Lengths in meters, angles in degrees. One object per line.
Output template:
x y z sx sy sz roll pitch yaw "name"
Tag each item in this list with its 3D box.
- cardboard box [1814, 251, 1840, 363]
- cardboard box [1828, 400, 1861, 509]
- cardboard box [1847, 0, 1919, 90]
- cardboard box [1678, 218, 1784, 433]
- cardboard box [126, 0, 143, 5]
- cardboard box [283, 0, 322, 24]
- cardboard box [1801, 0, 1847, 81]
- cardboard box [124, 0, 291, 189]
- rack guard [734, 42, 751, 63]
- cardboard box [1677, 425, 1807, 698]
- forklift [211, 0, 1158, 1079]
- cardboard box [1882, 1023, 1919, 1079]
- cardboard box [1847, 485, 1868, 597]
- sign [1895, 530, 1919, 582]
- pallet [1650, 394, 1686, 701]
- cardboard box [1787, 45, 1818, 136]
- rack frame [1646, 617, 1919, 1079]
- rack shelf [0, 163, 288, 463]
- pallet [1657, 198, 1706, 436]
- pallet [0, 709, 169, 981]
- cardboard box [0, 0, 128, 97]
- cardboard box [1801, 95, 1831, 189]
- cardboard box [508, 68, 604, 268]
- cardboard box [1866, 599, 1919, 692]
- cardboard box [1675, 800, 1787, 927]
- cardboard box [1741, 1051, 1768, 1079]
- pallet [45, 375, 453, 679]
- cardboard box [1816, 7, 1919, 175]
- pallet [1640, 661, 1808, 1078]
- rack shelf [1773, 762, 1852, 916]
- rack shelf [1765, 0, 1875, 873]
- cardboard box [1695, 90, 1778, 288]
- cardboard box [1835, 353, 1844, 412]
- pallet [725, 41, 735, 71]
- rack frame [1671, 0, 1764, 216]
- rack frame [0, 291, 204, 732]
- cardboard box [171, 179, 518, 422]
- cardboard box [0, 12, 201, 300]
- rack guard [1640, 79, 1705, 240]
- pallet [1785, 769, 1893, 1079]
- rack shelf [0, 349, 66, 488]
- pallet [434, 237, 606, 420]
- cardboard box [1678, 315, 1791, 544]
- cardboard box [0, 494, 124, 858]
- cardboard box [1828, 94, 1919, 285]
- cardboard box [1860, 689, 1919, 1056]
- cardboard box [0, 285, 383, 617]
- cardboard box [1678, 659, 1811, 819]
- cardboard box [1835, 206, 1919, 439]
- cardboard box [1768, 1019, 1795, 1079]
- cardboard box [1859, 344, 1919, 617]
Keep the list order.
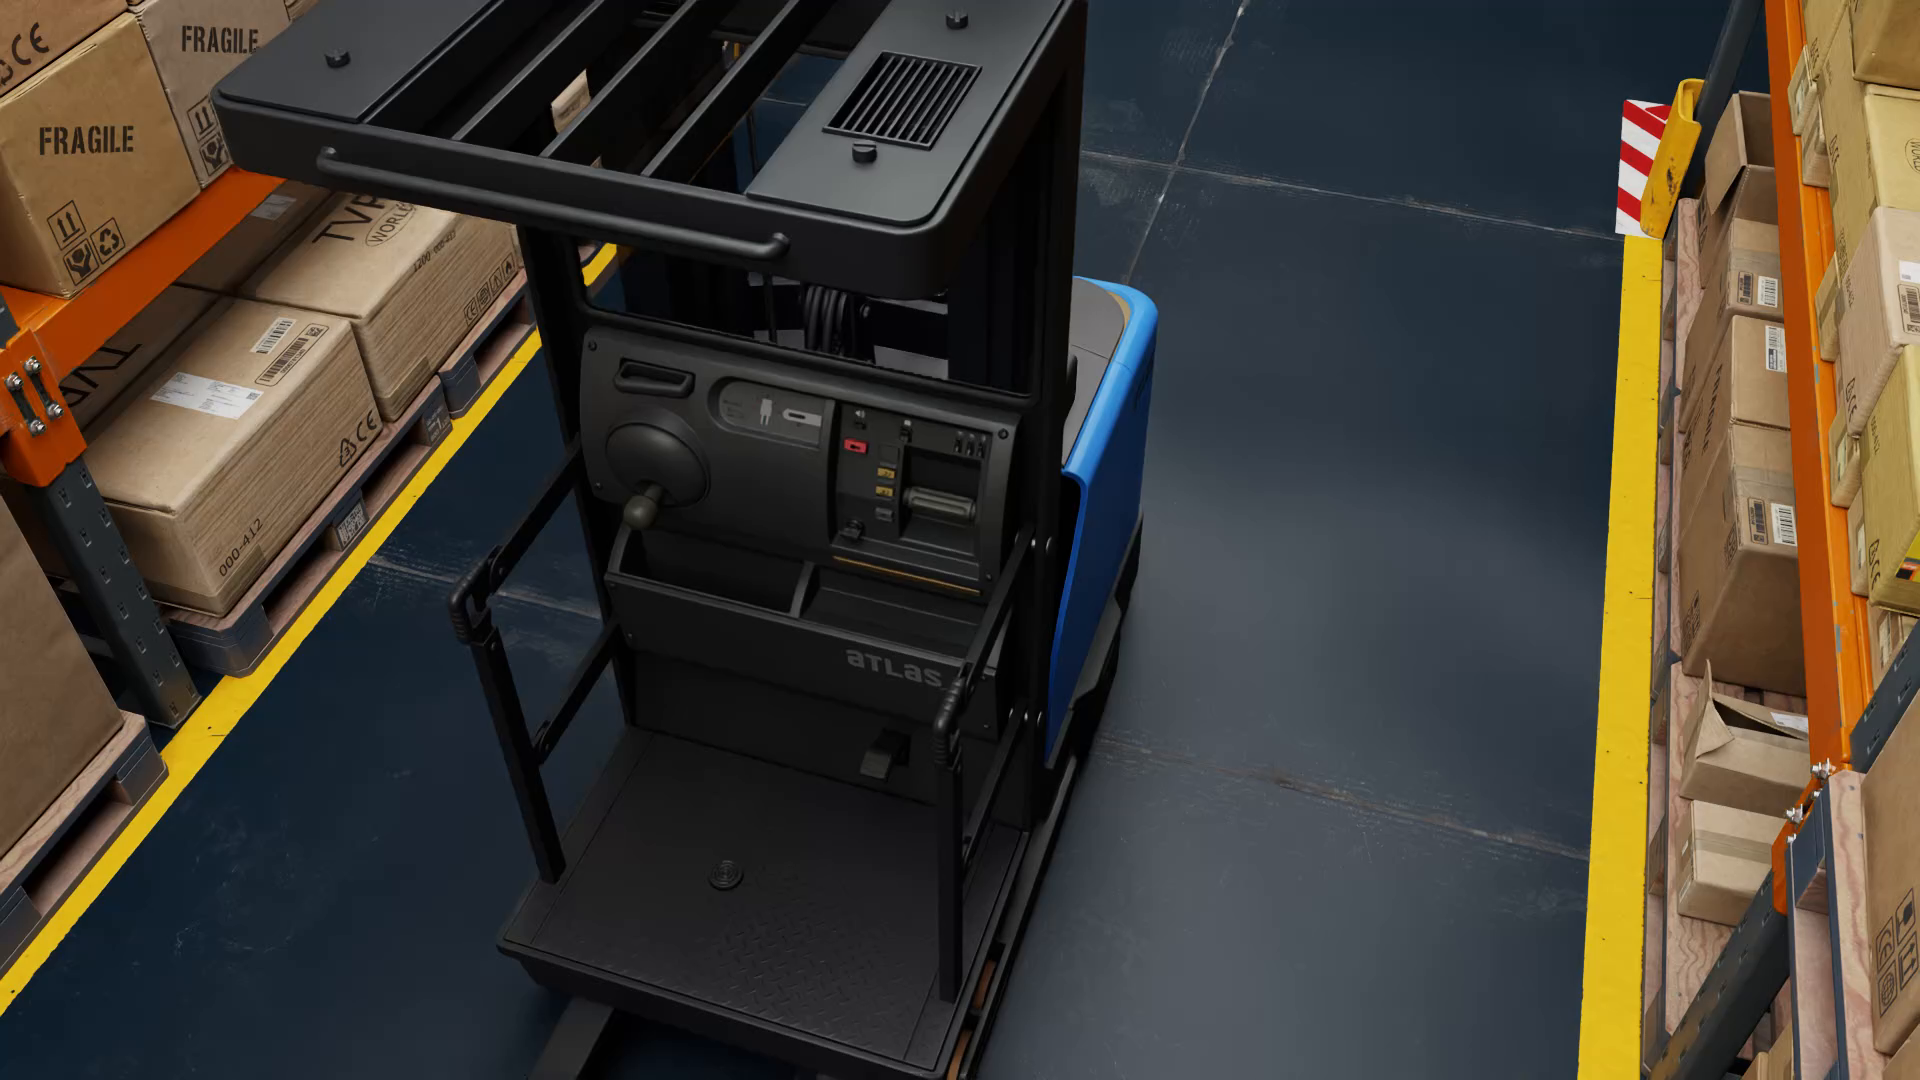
2.187 -0.507 3.803 0.380 0.149 0.250 12 46 12 "cardboard box"
2.031 -0.161 3.450 0.380 0.149 0.250 14 46 14 "cardboard box"
2.424 -1.370 3.864 0.500 0.500 0.500 14 46 14 "cardboard box"
2.701 -0.602 5.208 0.700 0.500 0.500 14 46 14 "cardboard box"
-2.137 -1.672 4.027 0.500 0.500 0.500 12 46 12 "cardboard box"
-1.966 -1.635 4.705 0.500 0.500 0.500 13 46 13 "cardboard box"
2.576 -1.427 4.459 0.500 0.250 0.500 12 46 12 "cardboard box"
-2.123 -1.305 4.367 0.500 0.500 0.500 13 46 13 "cardboard box"
-1.452 -2.466 7.413 1.175 0.500 0.348 13 46 13 "rack guard"
2.387 0.090 4.501 0.700 0.500 0.500 11 45 11 "cardboard box"
-0.407 -0.068 3.224 1.130 2.935 3.031 13 46 13 "forklift"
1.545 0.806 1.910 0.700 0.500 0.500 13 46 13 "cardboard box"
1.975 0.017 3.267 0.380 0.149 0.250 14 46 14 "cardboard box"
1.542 -0.048 2.535 0.100 0.325 0.005 13 46 13 "sign"
2.638 0.095 5.002 1.003 0.211 1.213 13 46 13 "pallet"
2.474 -1.196 4.507 0.380 0.149 0.250 11 46 11 "cardboard box"
2.058 0.371 2.726 0.949 2.616 0.053 13 46 13 "rack frame"
-2.065 -1.753 5.411 1.077 0.370 4.000 13 46 13 "rack shelf"
3.009 -0.716 5.831 1.003 0.211 1.213 13 46 13 "pallet"
-2.832 0.850 4.231 1.003 0.211 1.213 13 46 13 "pallet"
-2.296 -1.337 3.685 0.500 0.500 0.500 13 46 13 "cardboard box"
2.414 -1.016 4.323 0.380 0.149 0.250 14 46 13 "cardboard box"
-1.833 -1.505 6.175 0.875 0.438 0.875 14 46 14 "cardboard box"
1.917 0.195 3.085 0.380 0.149 0.250 13 46 13 "cardboard box"
1.950 0.807 4.019 0.380 0.149 0.250 11 45 11 "cardboard box"
1.700 1.390 3.172 0.500 0.500 0.500 14 46 14 "cardboard box"
-2.366 -0.171 5.274 1.003 0.211 1.213 13 46 13 "pallet"
2.441 -1.082 4.106 0.500 0.250 0.500 11 46 11 "cardboard box"
2.270 0.911 4.169 1.003 0.211 1.213 13 46 13 "pallet"
1.456 1.962 1.615 1.077 0.370 4.000 13 46 13 "rack shelf"
2.667 -0.705 4.340 1.077 0.370 4.000 13 46 13 "rack shelf"
2.997 -1.165 5.780 0.797 0.503 0.637 11 45 11 "cardboard box"
2.136 -0.330 3.623 0.380 0.149 0.250 14 46 14 "cardboard box"
-1.627 -1.797 6.936 1.003 0.211 1.213 13 46 13 "pallet"
3.273 -2.295 5.450 1.000 3.000 0.127 13 46 13 "rack frame"
-2.671 -0.677 3.798 1.000 3.000 0.127 13 46 13 "rack frame"
-2.108 -0.904 5.561 0.875 0.438 0.875 11 45 11 "cardboard box"
-2.279 -0.970 4.026 0.500 0.500 0.500 14 46 14 "cardboard box"
3.250 -1.351 6.273 1.175 0.500 0.348 13 46 13 "rack guard"
1.715 0.950 2.272 1.003 0.211 1.213 13 46 13 "pallet"
-3.276 0.913 2.687 1.077 0.370 4.000 13 46 13 "rack shelf"
-1.998 -0.987 6.108 1.003 0.211 1.213 13 46 12 "pallet"
2.446 -0.271 4.869 0.500 0.500 0.500 13 46 13 "cardboard box"
-2.782 0.362 3.954 0.875 0.875 0.875 14 46 14 "cardboard box"
2.284 -0.739 3.755 0.500 0.250 0.500 12 46 12 "cardboard box"
1.702 0.461 2.263 0.700 0.500 0.500 14 46 14 "cardboard box"
-2.378 -0.307 4.951 0.875 0.438 0.875 12 46 12 "cardboard box"
2.058 0.527 4.221 0.396 0.266 0.258 14 46 14 "cardboard box"
2.121 -0.409 3.418 0.500 0.250 0.500 13 46 13 "cardboard box"
1.699 1.066 3.039 0.380 0.149 0.250 15 46 14 "cardboard box"
1.983 -0.072 3.074 0.500 0.250 0.500 14 46 14 "cardboard box"
